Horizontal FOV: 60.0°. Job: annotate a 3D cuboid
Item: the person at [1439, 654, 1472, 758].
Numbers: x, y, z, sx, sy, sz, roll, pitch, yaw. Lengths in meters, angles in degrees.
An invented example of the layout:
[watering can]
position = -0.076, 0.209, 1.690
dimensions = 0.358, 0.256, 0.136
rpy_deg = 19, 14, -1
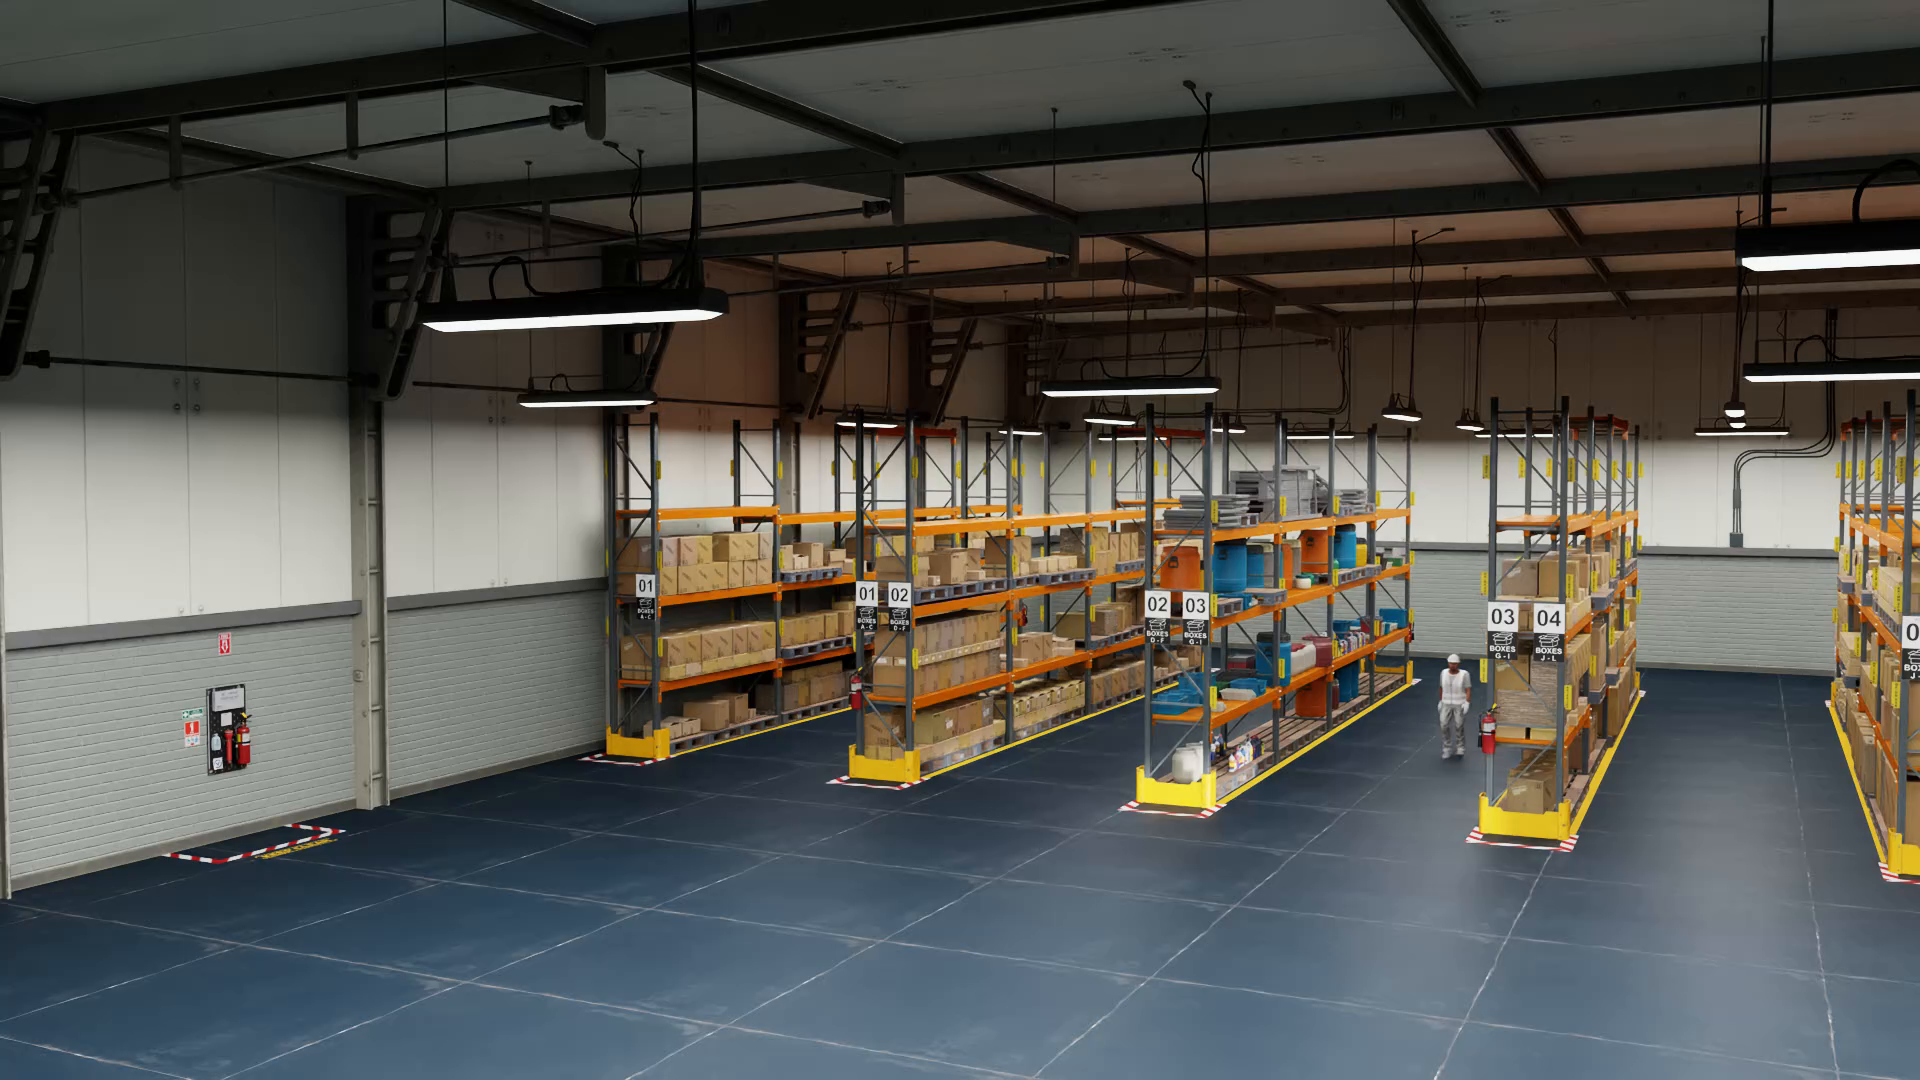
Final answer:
[person]
position = 8.629, 2.909, 29.041
dimensions = 0.610, 1.840, 0.532
rpy_deg = 2, 3, 35
